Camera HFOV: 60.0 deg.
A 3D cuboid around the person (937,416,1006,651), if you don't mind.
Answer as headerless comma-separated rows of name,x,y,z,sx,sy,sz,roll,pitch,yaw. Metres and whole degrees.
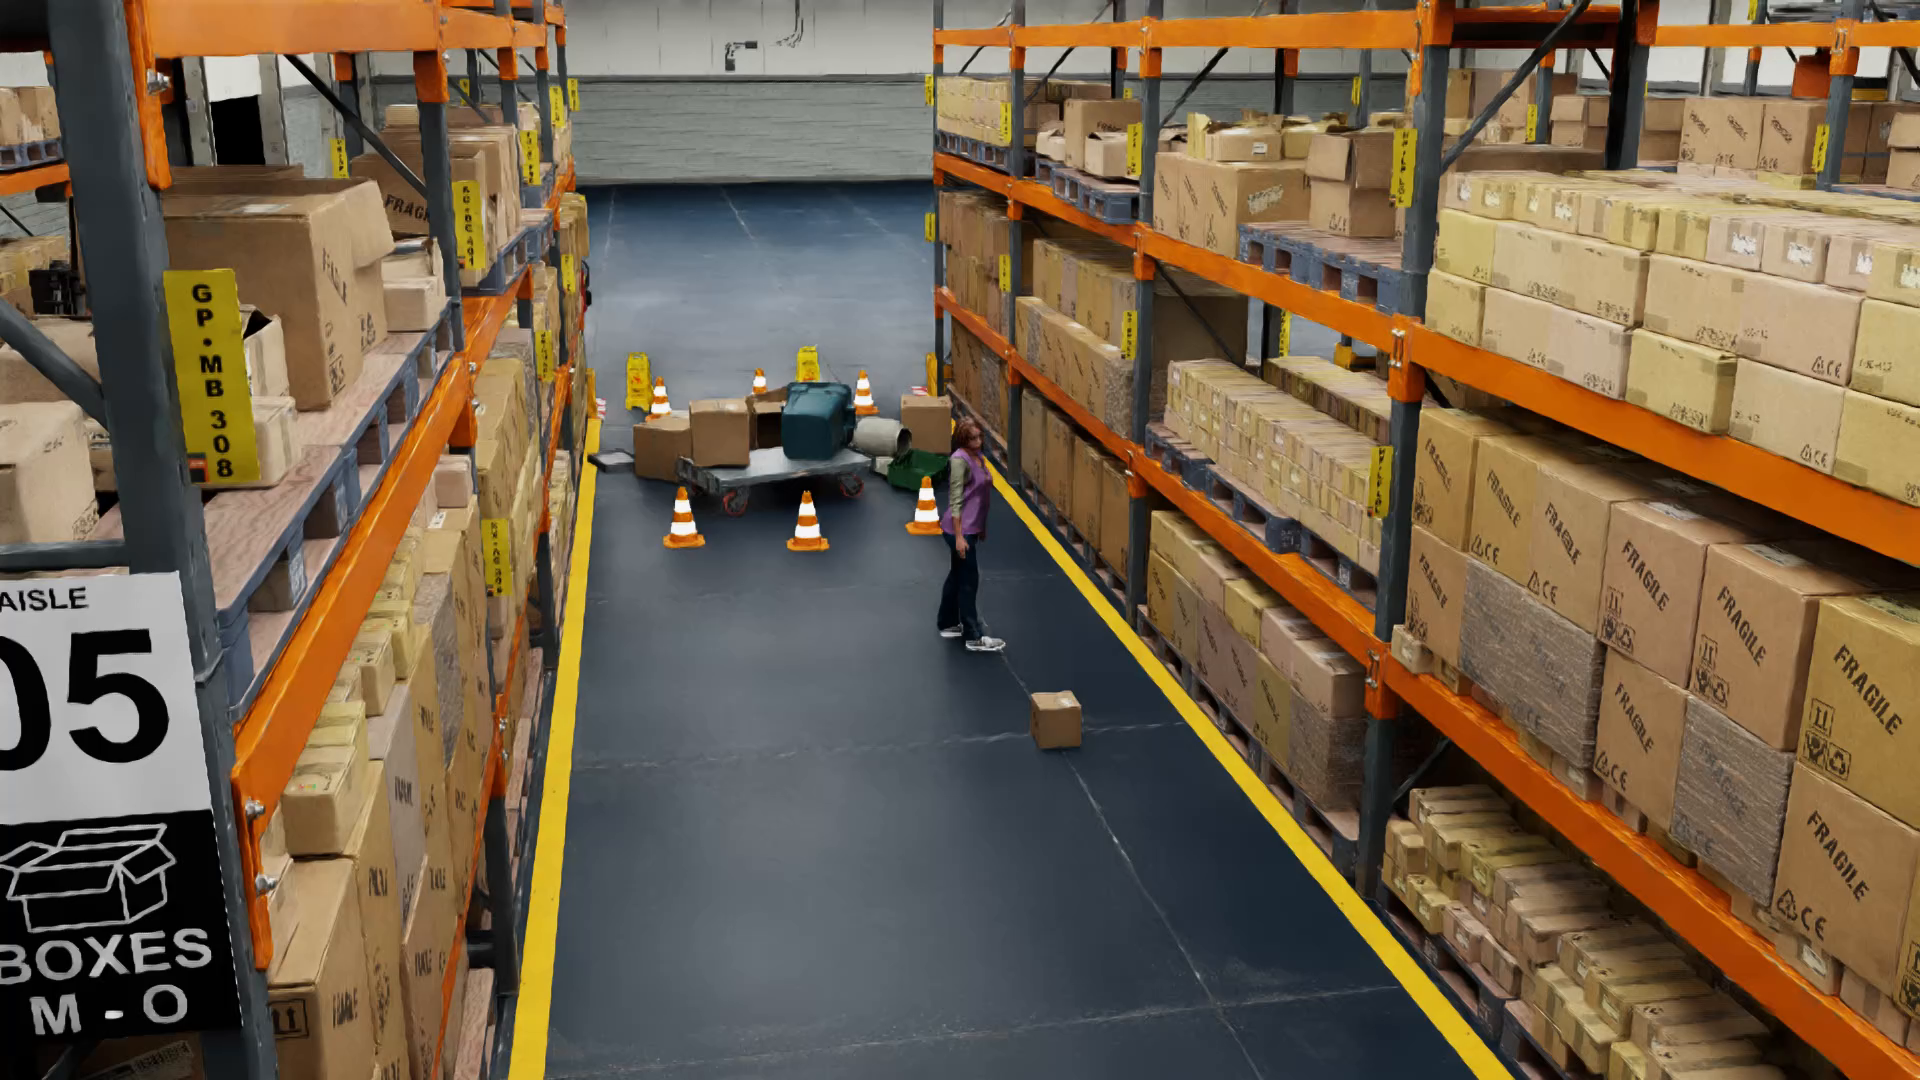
person,0.073,-0.048,11.139,0.518,1.595,0.503,4,17,14
